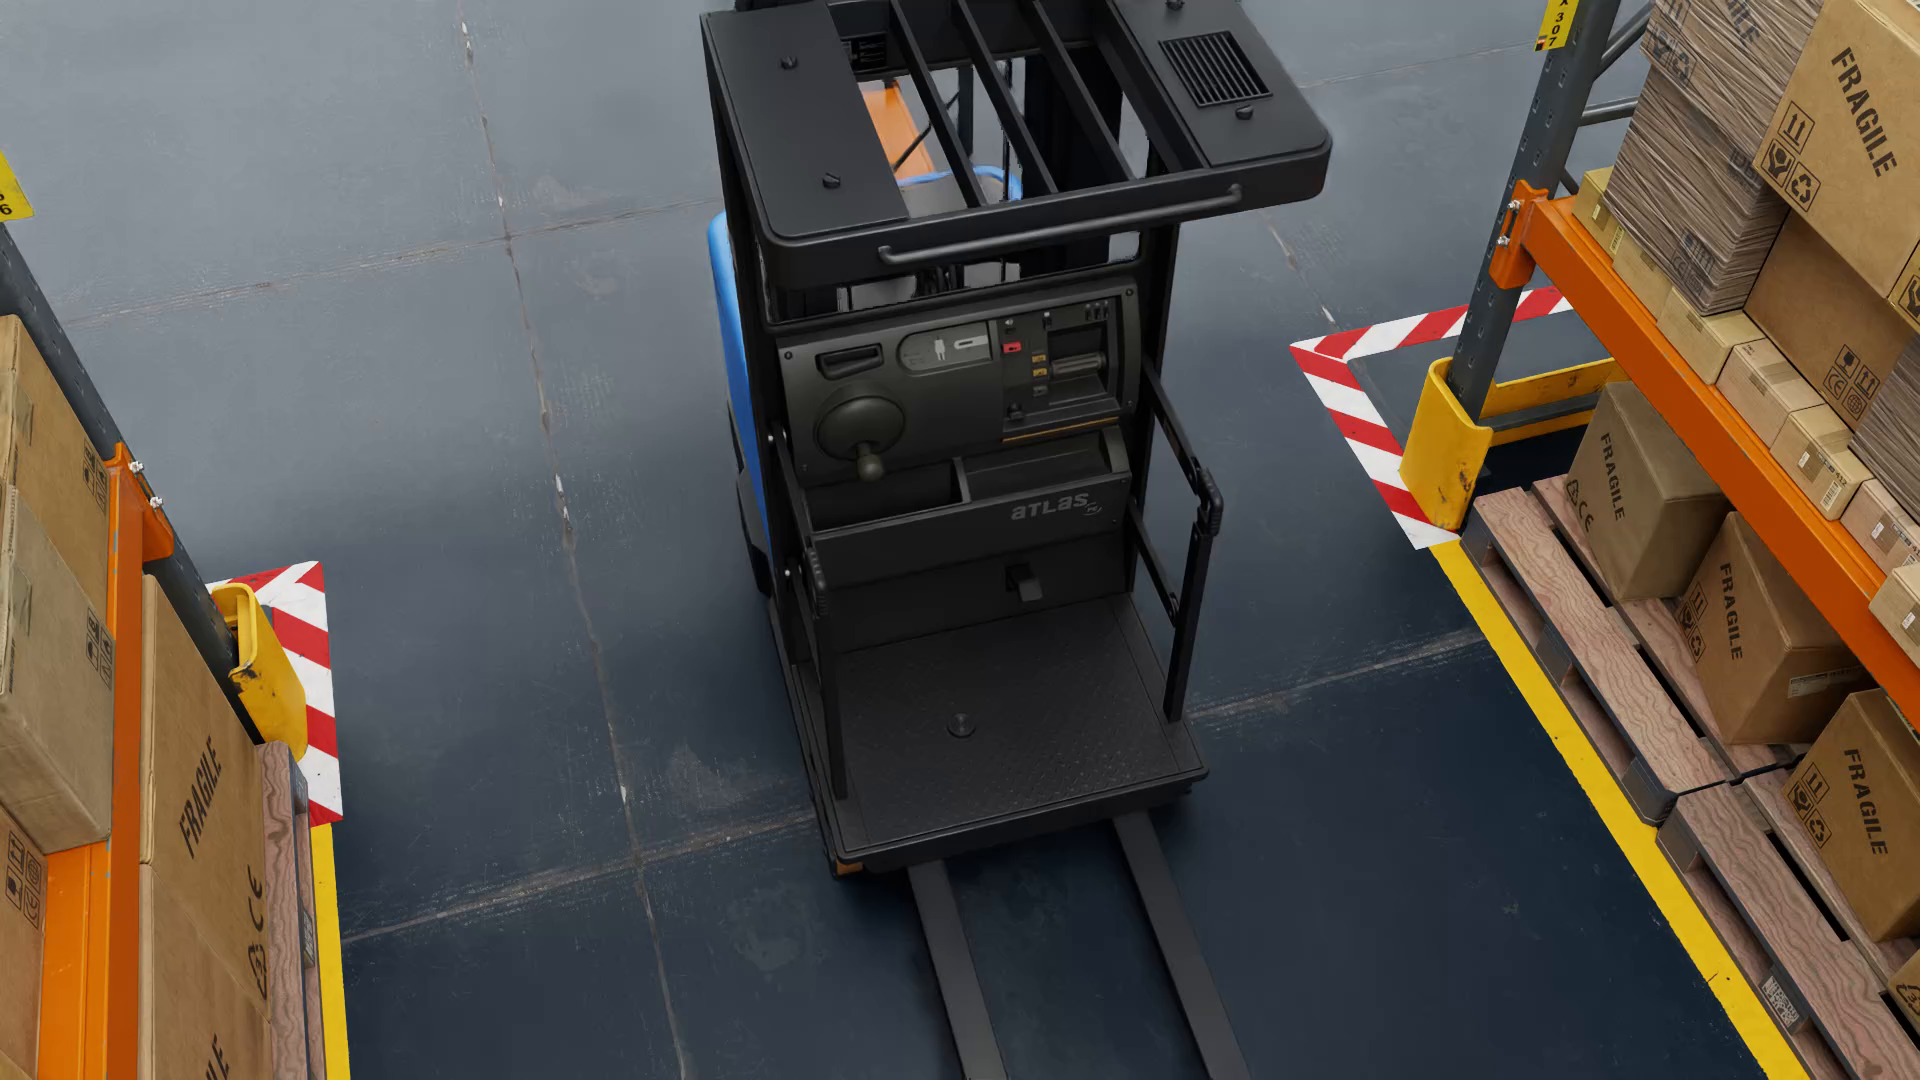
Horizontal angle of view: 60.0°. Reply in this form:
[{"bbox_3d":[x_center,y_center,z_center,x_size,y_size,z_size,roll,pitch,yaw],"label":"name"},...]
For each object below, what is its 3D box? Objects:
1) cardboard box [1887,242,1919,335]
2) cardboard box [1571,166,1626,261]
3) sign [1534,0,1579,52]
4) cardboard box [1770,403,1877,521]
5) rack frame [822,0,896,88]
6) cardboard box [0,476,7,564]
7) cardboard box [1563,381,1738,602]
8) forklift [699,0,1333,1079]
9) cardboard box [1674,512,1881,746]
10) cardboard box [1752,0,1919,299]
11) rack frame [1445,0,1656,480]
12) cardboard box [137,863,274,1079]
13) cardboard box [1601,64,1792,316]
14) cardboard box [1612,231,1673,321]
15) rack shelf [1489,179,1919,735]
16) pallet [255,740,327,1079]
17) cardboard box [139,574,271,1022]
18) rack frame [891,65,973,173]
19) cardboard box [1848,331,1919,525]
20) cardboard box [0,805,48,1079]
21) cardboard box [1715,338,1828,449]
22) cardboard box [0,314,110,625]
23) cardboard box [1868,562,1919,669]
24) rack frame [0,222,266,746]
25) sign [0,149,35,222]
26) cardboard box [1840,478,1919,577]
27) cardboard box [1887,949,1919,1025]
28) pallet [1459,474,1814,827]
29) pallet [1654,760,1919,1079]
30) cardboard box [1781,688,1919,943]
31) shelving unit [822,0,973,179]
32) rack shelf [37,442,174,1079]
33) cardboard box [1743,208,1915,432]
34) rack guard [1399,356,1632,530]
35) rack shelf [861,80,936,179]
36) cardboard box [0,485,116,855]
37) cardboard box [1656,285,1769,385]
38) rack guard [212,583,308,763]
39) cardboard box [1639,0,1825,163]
[{"bbox_3d":[2.335,-0.557,3.344,0.500,0.500,0.500,-13,51,-11],"label":"cardboard box"},{"bbox_3d":[1.999,-0.958,4.760,0.380,0.149,0.250,-13,51,-11],"label":"cardboard box"},{"bbox_3d":[1.624,-1.458,4.451,0.100,0.325,0.005,-13,51,-11],"label":"sign"},{"bbox_3d":[2.275,-0.223,4.141,0.380,0.149,0.250,-13,51,-11],"label":"cardboard box"},{"bbox_3d":[-0.489,-1.773,6.264,0.500,1.500,0.032,-13,51,-10],"label":"rack frame"},{"bbox_3d":[-2.302,0.011,2.975,0.875,0.550,0.550,-13,51,-11],"label":"cardboard box"},{"bbox_3d":[2.311,-0.171,5.293,0.500,0.500,0.500,-5,50,-4],"label":"cardboard box"},{"bbox_3d":[0.069,-0.299,4.085,1.130,2.935,3.031,-12,51,-10],"label":"forklift"},{"bbox_3d":[2.520,0.258,4.931,0.500,0.500,0.500,-2,50,-1],"label":"cardboard box"},{"bbox_3d":[2.186,-0.922,3.651,0.500,0.500,0.500,-13,51,-11],"label":"cardboard box"},{"bbox_3d":[2.142,-1.301,4.885,1.000,3.000,0.127,-13,51,-11],"label":"rack frame"},{"bbox_3d":[-2.100,1.418,3.707,0.875,0.875,0.875,-14,51,-12],"label":"cardboard box"},{"bbox_3d":[2.279,-1.022,4.389,0.875,0.500,0.500,-13,51,-11],"label":"cardboard box"},{"bbox_3d":[2.054,-0.771,4.603,0.380,0.149,0.250,-13,51,-11],"label":"cardboard box"},{"bbox_3d":[2.734,0.391,3.929,1.077,0.370,4.000,-13,51,-11],"label":"rack shelf"},{"bbox_3d":[-2.315,1.211,4.591,1.003,0.211,1.213,-13,51,-11],"label":"pallet"},{"bbox_3d":[-2.362,0.776,4.249,0.875,0.875,0.875,-13,51,-11],"label":"cardboard box"},{"bbox_3d":[-0.204,-1.027,5.635,0.500,1.500,0.032,-13,51,-10],"label":"rack frame"},{"bbox_3d":[2.648,-0.308,3.788,0.875,0.500,0.500,-13,51,-11],"label":"cardboard box"},{"bbox_3d":[-2.244,0.793,3.022,0.875,0.550,0.550,-13,51,-11],"label":"cardboard box"},{"bbox_3d":[2.208,-0.407,4.296,0.380,0.149,0.250,-13,51,-11],"label":"cardboard box"},{"bbox_3d":[-2.473,-0.041,3.725,0.875,0.550,0.550,-13,51,-11],"label":"cardboard box"},{"bbox_3d":[2.350,0.159,3.818,0.380,0.149,0.250,-13,51,-11],"label":"cardboard box"},{"bbox_3d":[-2.626,-0.254,4.002,1.000,3.000,0.127,-13,51,-11],"label":"rack frame"},{"bbox_3d":[-2.103,-0.816,3.564,0.100,0.325,0.005,-13,51,-11],"label":"sign"},{"bbox_3d":[2.375,-0.047,3.992,0.380,0.149,0.250,-13,51,-11],"label":"cardboard box"},{"bbox_3d":[2.810,1.137,4.190,0.500,0.500,0.500,-17,52,-14],"label":"cardboard box"},{"bbox_3d":[2.371,0.254,5.398,1.003,0.211,1.213,-13,51,-11],"label":"pallet"},{"bbox_3d":[2.728,1.144,4.648,1.003,0.211,1.213,-13,51,-11],"label":"pallet"},{"bbox_3d":[2.687,0.719,4.542,0.500,0.500,0.500,-9,50,-8],"label":"cardboard box"},{"bbox_3d":[-0.344,-1.394,5.944,0.587,1.500,1.083,-13,51,-10],"label":"shelving unit"},{"bbox_3d":[-2.034,1.439,3.046,1.077,0.370,4.000,-13,51,-11],"label":"rack shelf"},{"bbox_3d":[2.541,-0.683,4.104,0.875,0.500,0.500,-13,51,-11],"label":"cardboard box"},{"bbox_3d":[2.165,-0.440,5.794,1.175,0.500,0.348,-13,51,-11],"label":"rack guard"},{"bbox_3d":[-0.346,-1.285,6.087,0.538,0.185,1.000,-13,51,-10],"label":"rack shelf"},{"bbox_3d":[-2.289,0.356,3.390,0.875,0.550,0.550,-13,51,-11],"label":"cardboard box"},{"bbox_3d":[2.114,-0.585,4.446,0.380,0.149,0.250,-13,51,-11],"label":"cardboard box"},{"bbox_3d":[-2.633,0.534,4.972,1.175,0.500,0.348,-13,51,-11],"label":"rack guard"},{"bbox_3d":[2.044,-1.288,3.960,0.500,0.500,0.500,-13,51,-11],"label":"cardboard box"}]
